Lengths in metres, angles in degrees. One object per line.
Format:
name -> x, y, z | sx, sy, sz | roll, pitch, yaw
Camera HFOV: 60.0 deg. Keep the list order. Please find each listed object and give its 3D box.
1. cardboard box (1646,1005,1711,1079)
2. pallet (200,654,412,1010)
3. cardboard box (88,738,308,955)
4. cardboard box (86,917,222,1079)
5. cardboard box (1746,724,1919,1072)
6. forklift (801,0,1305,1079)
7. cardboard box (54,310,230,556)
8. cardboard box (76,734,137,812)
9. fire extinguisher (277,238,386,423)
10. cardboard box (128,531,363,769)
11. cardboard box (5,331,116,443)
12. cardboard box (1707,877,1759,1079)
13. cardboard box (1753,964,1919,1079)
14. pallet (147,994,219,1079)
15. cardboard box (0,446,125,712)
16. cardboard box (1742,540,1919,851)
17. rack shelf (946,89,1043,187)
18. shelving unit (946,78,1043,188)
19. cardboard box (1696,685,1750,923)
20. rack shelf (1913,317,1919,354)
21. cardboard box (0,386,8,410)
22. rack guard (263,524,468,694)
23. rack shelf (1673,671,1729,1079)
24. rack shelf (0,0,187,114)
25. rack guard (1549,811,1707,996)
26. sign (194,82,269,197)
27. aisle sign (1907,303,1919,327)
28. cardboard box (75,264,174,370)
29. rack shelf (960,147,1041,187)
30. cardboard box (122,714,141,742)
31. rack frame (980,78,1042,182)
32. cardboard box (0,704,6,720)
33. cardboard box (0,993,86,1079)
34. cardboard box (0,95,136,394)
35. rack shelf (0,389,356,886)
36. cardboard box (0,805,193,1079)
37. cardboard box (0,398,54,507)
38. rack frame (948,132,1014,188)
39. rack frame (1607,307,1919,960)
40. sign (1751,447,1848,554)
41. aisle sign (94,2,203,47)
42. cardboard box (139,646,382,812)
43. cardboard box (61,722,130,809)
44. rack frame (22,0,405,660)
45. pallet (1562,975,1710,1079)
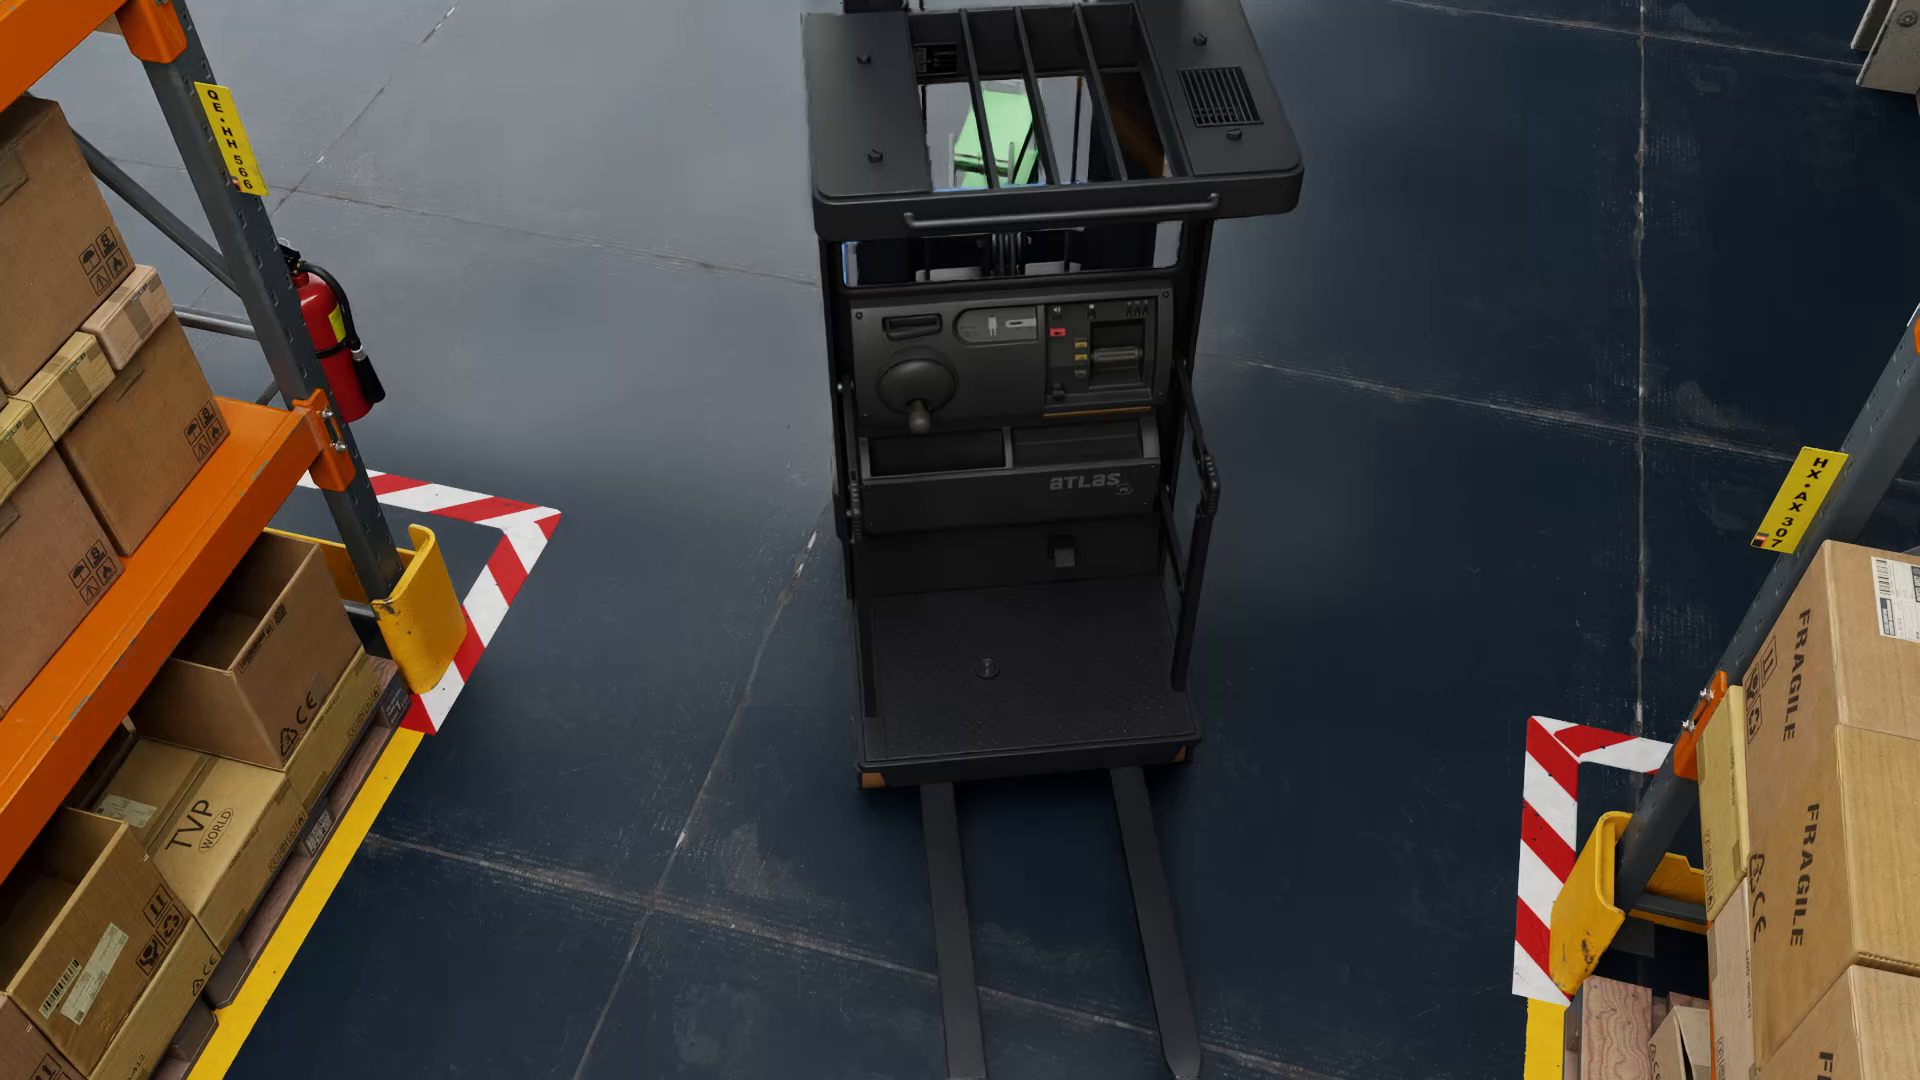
cardboard box -> 2.146, 1.535, 4.395 | 0.500, 0.311, 0.500 | 7, 49, 6
pallet -> -2.526, 0.817, 5.388 | 1.003, 0.211, 1.213 | 12, 50, 10
cardboard box -> -2.341, 0.914, 4.997 | 0.500, 0.250, 0.500 | 12, 50, 10
cardboard box -> -2.471, 1.276, 4.677 | 0.500, 0.250, 0.500 | 12, 50, 10
cardboard box -> 1.860, 0.744, 3.179 | 0.500, 0.500, 0.500 | 12, 50, 10
forklift -> 0.179, -0.425, 4.670 | 1.130, 2.935, 3.031 | -4, 49, -4
cardboard box -> -2.500, -0.365, 4.505 | 0.700, 0.500, 0.500 | 12, 50, 10
cardboard box -> -2.849, 0.810, 5.088 | 0.500, 0.250, 0.500 | 12, 50, 10
fire extinguisher -> -1.886, -0.635, 4.862 | 0.296, 0.674, 0.183 | 12, 50, 10
cardboard box -> -2.219, 0.302, 5.036 | 0.500, 0.500, 0.500 | 12, 50, 10
cardboard box -> -2.349, -0.411, 4.113 | 0.380, 0.149, 0.250 | 13, 50, 11
cardboard box -> 1.857, 1.019, 3.436 | 0.500, 0.250, 0.500 | 10, 49, 9
cardboard box -> 1.718, 1.117, 2.850 | 0.500, 0.500, 0.500 | 10, 49, 9
pallet -> -2.849, 1.697, 4.612 | 1.003, 0.211, 1.213 | 12, 50, 10
cardboard box -> -2.634, 0.016, 4.169 | 0.700, 0.500, 0.500 | 13, 50, 11
cardboard box -> 2.000, 0.389, 3.493 | 0.500, 0.500, 0.500 | 12, 50, 10
rack shelf -> 0.133, -1.487, 6.207 | 0.258, 0.148, 0.480 | 10, 49, 9
shelving unit -> 0.133, -1.212, 6.519 | 0.258, 1.200, 0.503 | 10, 49, 9
cardboard box -> 1.980, 0.641, 3.770 | 0.500, 0.250, 0.500 | 10, 49, 9
rack shelf -> 1.889, 1.000, 1.846 | 1.077, 0.370, 4.000 | 12, 50, 10
cardboard box -> -2.647, -0.375, 3.648 | 0.700, 0.500, 0.500 | 10, 49, 9
rack guard -> -2.359, 0.143, 5.791 | 1.175, 0.500, 0.348 | 12, 50, 10
rack shelf -> 1.889, 1.992, 2.971 | 1.077, 0.370, 4.000 | 12, 50, 10
rack shelf -> -2.891, 0.025, 2.706 | 1.077, 0.370, 4.000 | 12, 50, 10
rack guard -> 2.395, 1.190, 4.866 | 1.175, 0.500, 0.348 | 12, 50, 10
sign -> -1.845, -1.012, 4.212 | 0.100, 0.325, 0.005 | 12, 50, 10
aisle sign -> 2.145, -0.664, 3.101 | 0.394, 0.787, 0.004 | 12, 50, 10
cardboard box -> -2.282, -0.601, 4.280 | 0.380, 0.149, 0.250 | 11, 49, 9
rack shelf -> 0.133, -1.328, 6.387 | 0.258, 0.148, 0.480 | 10, 49, 9
cardboard box -> -2.721, 0.448, 5.408 | 0.500, 0.250, 0.500 | 12, 50, 10
rack frame -> 0.191, -1.390, 6.676 | 0.240, 1.200, 0.015 | 10, 49, 9
cardboard box -> -2.770, 0.374, 3.853 | 0.700, 0.500, 0.500 | 12, 50, 10
cardboard box -> -2.601, 1.390, 4.076 | 0.500, 0.500, 0.500 | 12, 50, 10
cardboard box -> -2.514, -0.756, 3.985 | 0.700, 0.500, 0.500 | 12, 50, 10
rack shelf -> -2.891, 1.018, 3.831 | 1.077, 0.370, 4.000 | 12, 50, 10
cardboard box -> -2.468, 1.028, 4.395 | 0.500, 0.500, 0.500 | 12, 50, 10
cardboard box -> -2.416, -0.226, 3.950 | 0.380, 0.149, 0.250 | 11, 49, 9
rack frame -> 0.075, -1.034, 6.363 | 0.240, 1.200, 0.015 | 10, 49, 9
rack frame -> 2.415, 0.308, 3.978 | 1.000, 3.000, 0.127 | 12, 50, 10
sign -> 1.892, -0.086, 3.748 | 0.100, 0.325, 0.005 | 12, 50, 10
aisle sign -> -2.064, -1.517, 3.854 | 0.394, 0.787, 0.004 | 12, 50, 10
cardboard box -> -2.221, 0.550, 5.318 | 0.500, 0.250, 0.500 | 12, 50, 10
cardboard box -> -2.850, 0.562, 4.807 | 0.500, 0.500, 0.500 | 12, 50, 10
rack frame -> -2.365, -0.667, 4.838 | 1.000, 3.000, 0.127 | 12, 50, 10
pallet -> 2.147, 1.866, 4.462 | 1.003, 0.211, 1.213 | 12, 50, 10
